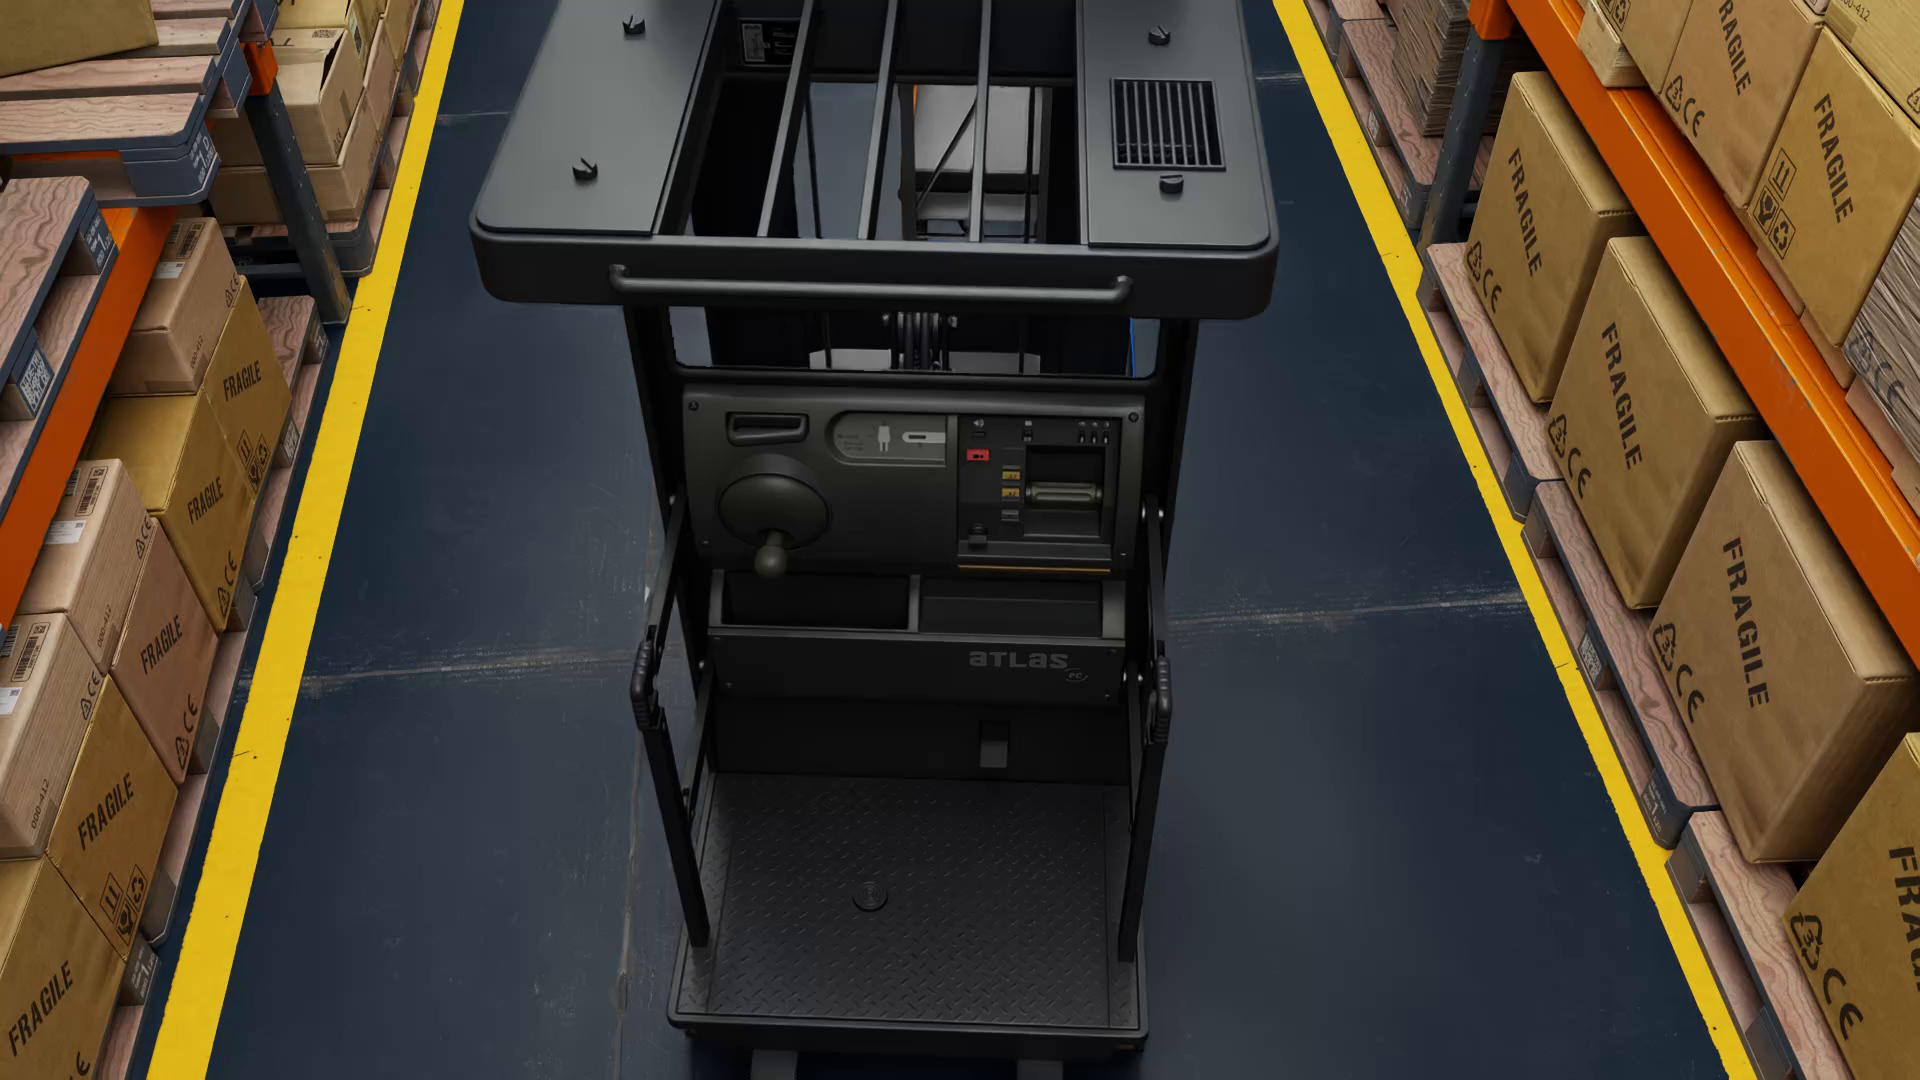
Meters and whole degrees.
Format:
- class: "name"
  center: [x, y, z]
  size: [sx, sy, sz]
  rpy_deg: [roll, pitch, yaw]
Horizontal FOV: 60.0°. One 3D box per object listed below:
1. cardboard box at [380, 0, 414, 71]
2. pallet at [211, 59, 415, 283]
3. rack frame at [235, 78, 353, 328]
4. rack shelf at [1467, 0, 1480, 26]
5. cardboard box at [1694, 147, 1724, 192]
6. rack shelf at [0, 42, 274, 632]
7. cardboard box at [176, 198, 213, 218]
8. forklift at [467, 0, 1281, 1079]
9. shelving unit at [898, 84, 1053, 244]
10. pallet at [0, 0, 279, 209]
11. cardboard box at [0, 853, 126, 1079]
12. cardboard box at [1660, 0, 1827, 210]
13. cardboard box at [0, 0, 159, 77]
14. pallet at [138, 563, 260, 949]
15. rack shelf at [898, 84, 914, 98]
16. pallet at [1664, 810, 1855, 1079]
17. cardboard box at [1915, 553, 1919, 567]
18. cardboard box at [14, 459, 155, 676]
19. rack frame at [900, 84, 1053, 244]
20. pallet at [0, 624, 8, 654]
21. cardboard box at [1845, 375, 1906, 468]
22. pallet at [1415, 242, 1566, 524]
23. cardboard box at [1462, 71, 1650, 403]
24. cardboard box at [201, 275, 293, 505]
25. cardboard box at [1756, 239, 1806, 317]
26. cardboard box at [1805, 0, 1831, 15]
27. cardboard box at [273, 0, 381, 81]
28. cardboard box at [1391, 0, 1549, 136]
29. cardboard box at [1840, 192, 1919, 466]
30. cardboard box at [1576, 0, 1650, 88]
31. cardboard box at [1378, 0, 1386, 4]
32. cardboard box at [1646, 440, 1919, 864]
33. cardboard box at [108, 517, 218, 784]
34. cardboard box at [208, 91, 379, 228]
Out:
- class: "cardboard box"
  center: [-2.552, -2.150, 6.824]
  size: [0.500, 0.250, 0.500]
  rpy_deg: [-5, 47, -4]
- class: "pallet"
  center: [-2.738, -1.454, 6.481]
  size: [1.003, 0.211, 1.213]
  rpy_deg: [-3, 47, -3]
- class: "rack frame"
  center: [-2.708, -1.815, 4.903]
  size: [1.000, 3.000, 0.127]
  rpy_deg: [-3, 47, -3]
- class: "rack shelf"
  center: [2.060, -3.318, 6.822]
  size: [1.077, 0.370, 4.000]
  rpy_deg: [-3, 47, -3]
- class: "cardboard box"
  center: [2.149, -1.045, 4.333]
  size: [0.380, 0.149, 0.250]
  rpy_deg: [-3, 47, -2]
- class: "rack shelf"
  center: [-2.541, -0.120, 3.793]
  size: [1.077, 0.370, 4.000]
  rpy_deg: [-3, 47, -3]
- class: "cardboard box"
  center: [-2.995, -1.379, 6.095]
  size: [0.500, 0.250, 0.500]
  rpy_deg: [-2, 47, -2]
- class: "forklift"
  center: [-0.102, -0.013, 3.244]
  size: [1.130, 2.935, 3.031]
  rpy_deg: [2, 47, 2]
- class: "shelving unit"
  center: [0.056, -1.016, 4.766]
  size: [0.431, 2.100, 0.503]
  rpy_deg: [2, 47, 2]
- class: "pallet"
  center: [-2.582, -1.262, 4.512]
  size: [1.213, 0.211, 1.003]
  rpy_deg: [-3, 47, -3]
- class: "cardboard box"
  center: [-2.227, 1.038, 3.620]
  size: [0.500, 0.500, 0.500]
  rpy_deg: [-3, 47, -3]
- class: "cardboard box"
  center: [2.088, -1.156, 3.992]
  size: [0.500, 0.500, 0.500]
  rpy_deg: [-4, 47, -3]
- class: "cardboard box"
  center: [-2.543, -1.545, 4.289]
  size: [0.700, 0.500, 0.500]
  rpy_deg: [-18, 49, -16]
- class: "pallet"
  center: [-2.584, 0.567, 4.567]
  size: [1.003, 0.211, 1.213]
  rpy_deg: [-3, 47, -3]
- class: "rack shelf"
  center: [0.056, -1.488, 4.268]
  size: [0.431, 0.518, 0.480]
  rpy_deg: [2, 47, 2]
- class: "pallet"
  center: [2.423, 1.181, 3.986]
  size: [1.003, 0.211, 1.213]
  rpy_deg: [-3, 47, -3]
- class: "cardboard box"
  center: [2.150, 0.069, 3.278]
  size: [0.380, 0.149, 0.250]
  rpy_deg: [-3, 47, -3]
- class: "cardboard box"
  center: [-2.297, 0.079, 4.012]
  size: [0.500, 0.250, 0.500]
  rpy_deg: [-4, 47, -4]
- class: "rack frame"
  center: [0.046, -0.839, 4.598]
  size: [0.400, 2.100, 0.015]
  rpy_deg: [2, 47, 2]
- class: "pallet"
  center: [-2.331, 0.561, 2.785]
  size: [1.003, 0.211, 1.213]
  rpy_deg: [-3, 47, -3]
- class: "cardboard box"
  center: [2.190, -0.294, 3.622]
  size: [0.380, 0.149, 0.250]
  rpy_deg: [-5, 47, -4]
- class: "pallet"
  center: [2.219, -0.584, 5.658]
  size: [1.003, 0.211, 1.213]
  rpy_deg: [-3, 47, -3]
- class: "cardboard box"
  center: [2.159, -0.984, 5.307]
  size: [0.750, 0.750, 0.750]
  rpy_deg: [-4, 47, -4]
- class: "cardboard box"
  center: [-2.396, -0.444, 5.023]
  size: [0.500, 0.500, 0.500]
  rpy_deg: [-2, 47, -2]
- class: "cardboard box"
  center: [2.164, -0.677, 3.985]
  size: [0.380, 0.149, 0.250]
  rpy_deg: [-3, 47, -3]
- class: "cardboard box"
  center: [2.100, -1.425, 3.730]
  size: [0.500, 0.250, 0.500]
  rpy_deg: [-3, 47, -3]
- class: "cardboard box"
  center: [-2.512, -1.983, 6.280]
  size: [0.500, 0.311, 0.500]
  rpy_deg: [-5, 47, -4]
- class: "cardboard box"
  center: [2.116, -1.928, 6.428]
  size: [0.700, 0.500, 0.500]
  rpy_deg: [-3, 47, -3]
- class: "cardboard box"
  center: [2.187, -0.419, 3.293]
  size: [0.500, 0.500, 0.500]
  rpy_deg: [-3, 47, -3]
- class: "cardboard box"
  center: [1.975, -1.406, 4.675]
  size: [0.380, 0.149, 0.250]
  rpy_deg: [-2, 47, -2]
- class: "cardboard box"
  center: [2.118, -2.665, 7.127]
  size: [0.700, 0.500, 0.500]
  rpy_deg: [-4, 47, -4]
- class: "cardboard box"
  center: [2.301, 0.265, 4.124]
  size: [0.750, 0.750, 0.750]
  rpy_deg: [-2, 47, -2]
- class: "cardboard box"
  center: [-2.303, 0.310, 4.309]
  size: [0.500, 0.500, 0.500]
  rpy_deg: [-5, 47, -5]
- class: "cardboard box"
  center: [-2.459, -1.410, 6.124]
  size: [0.500, 0.250, 0.500]
  rpy_deg: [-4, 47, -3]
